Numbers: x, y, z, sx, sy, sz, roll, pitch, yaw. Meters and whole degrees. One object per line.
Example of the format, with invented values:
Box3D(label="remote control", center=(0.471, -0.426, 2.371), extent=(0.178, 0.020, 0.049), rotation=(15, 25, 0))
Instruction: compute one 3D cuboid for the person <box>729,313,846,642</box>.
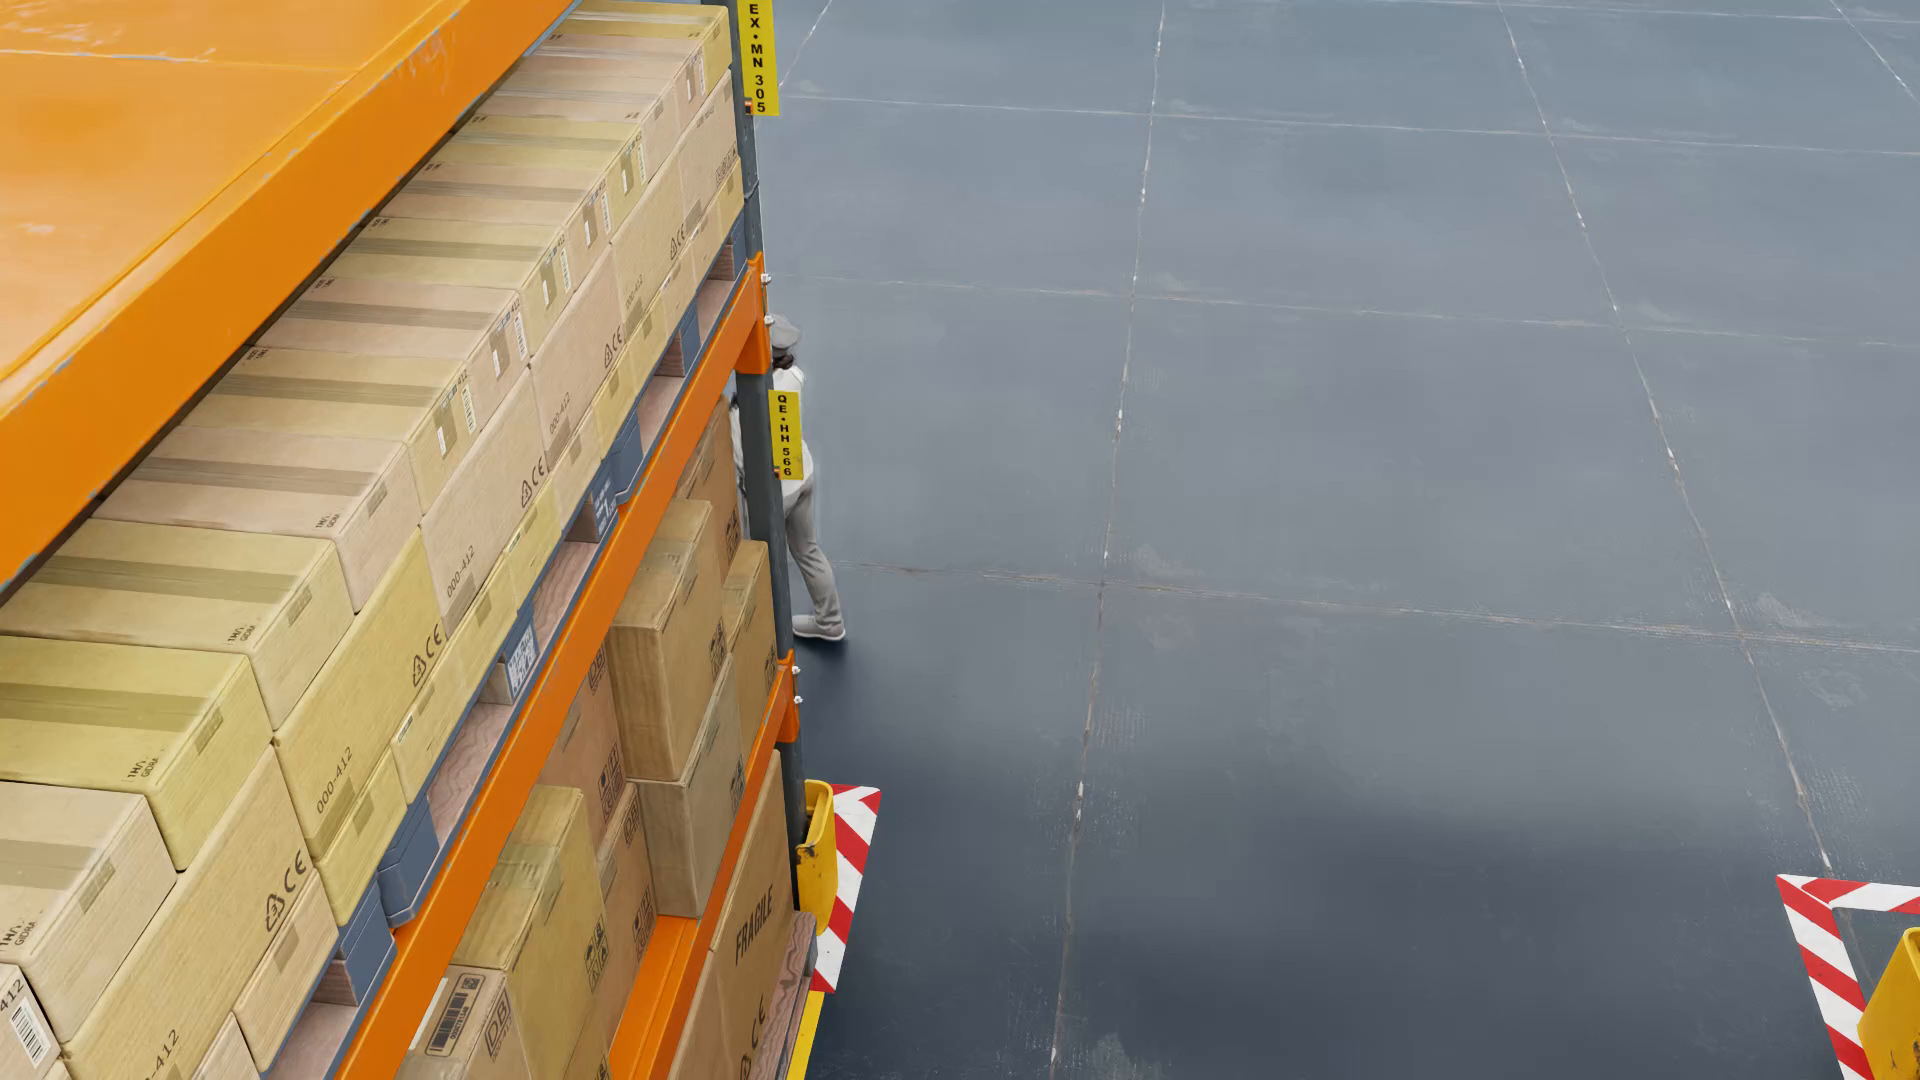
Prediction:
Box3D(label="person", center=(-0.900, -0.250, 7.366), extent=(0.744, 1.685, 0.525), rotation=(14, 39, 19))
